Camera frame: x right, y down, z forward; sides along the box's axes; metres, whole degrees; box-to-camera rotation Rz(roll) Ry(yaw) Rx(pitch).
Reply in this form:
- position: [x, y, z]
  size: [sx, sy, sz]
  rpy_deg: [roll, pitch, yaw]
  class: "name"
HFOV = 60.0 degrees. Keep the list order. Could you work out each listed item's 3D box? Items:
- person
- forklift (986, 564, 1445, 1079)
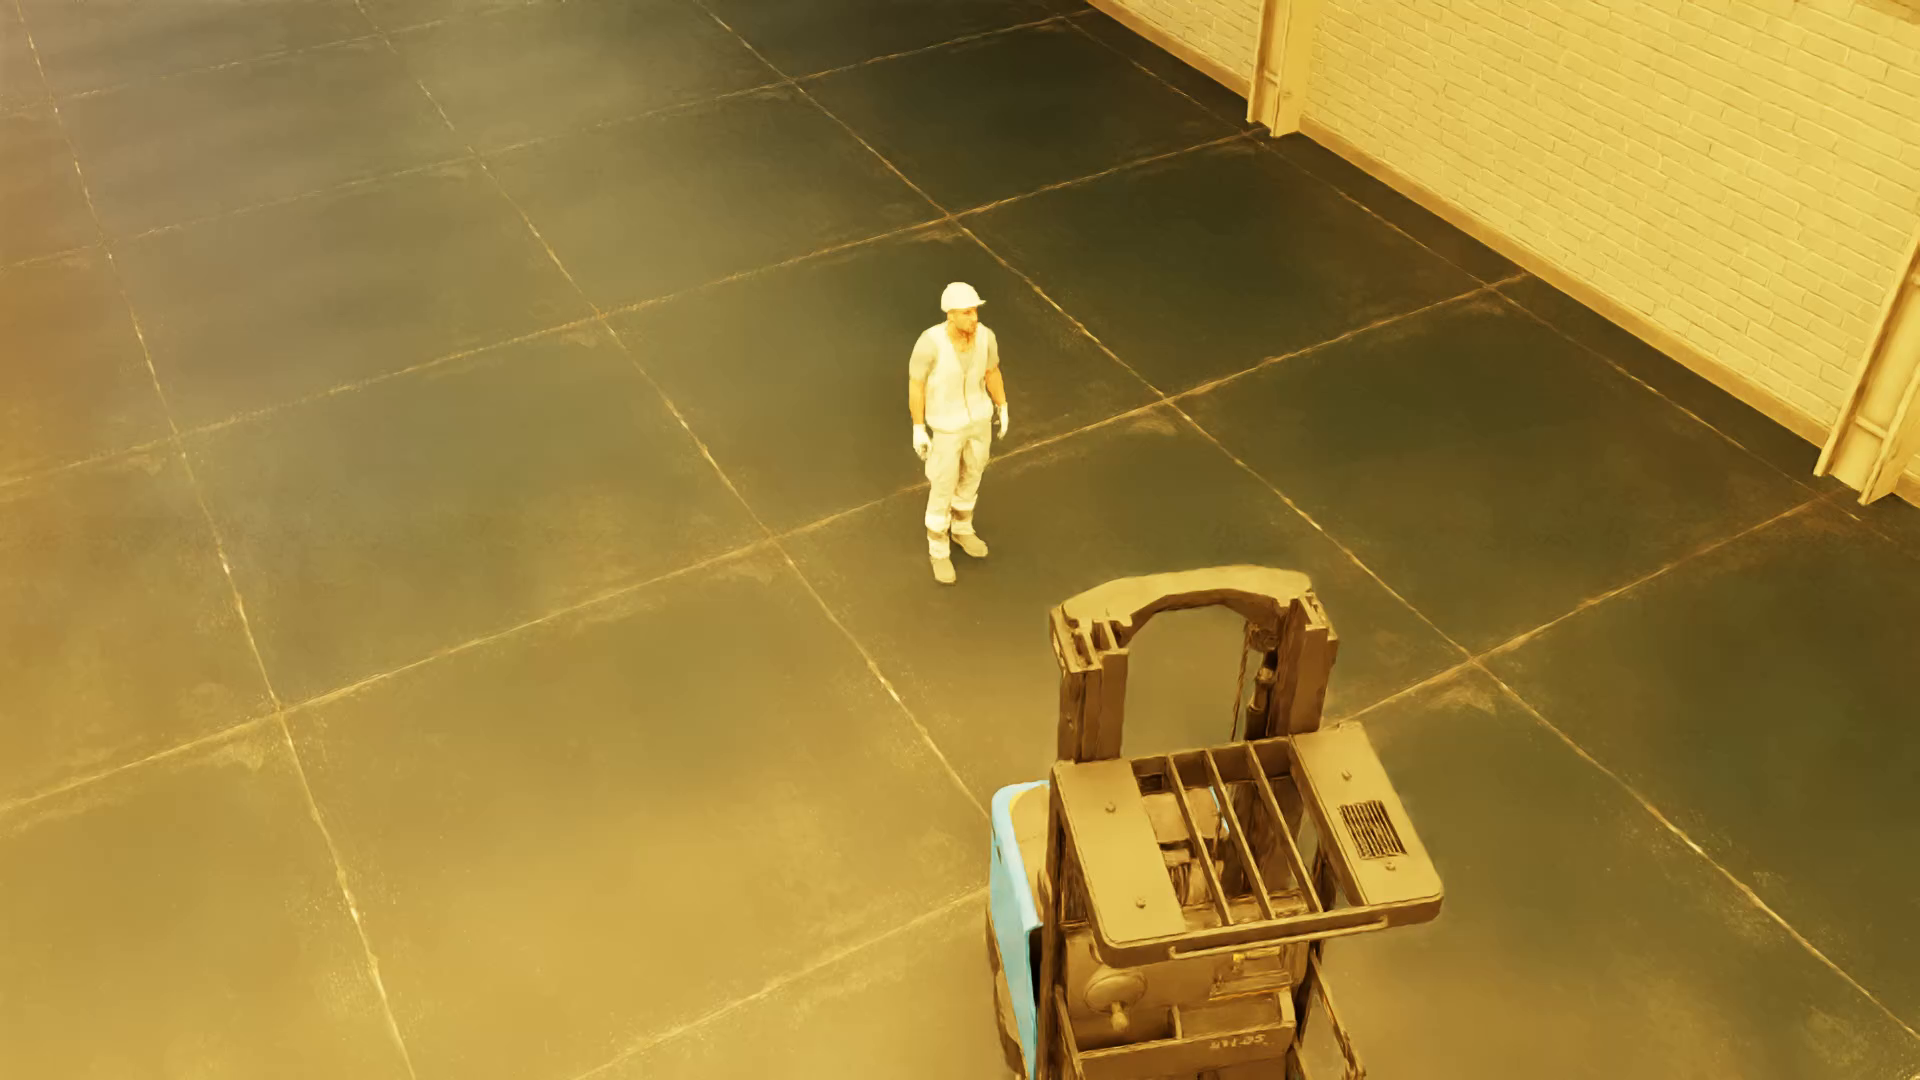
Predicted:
- position: [0.031, -0.646, 9.699]
  size: [0.637, 1.787, 0.563]
  rpy_deg: [-20, 44, -23]
  class: "person"
- position: [0.890, 1.660, 6.035]
  size: [1.130, 2.935, 3.031]
  rpy_deg: [-7, 40, -8]
  class: "forklift"
